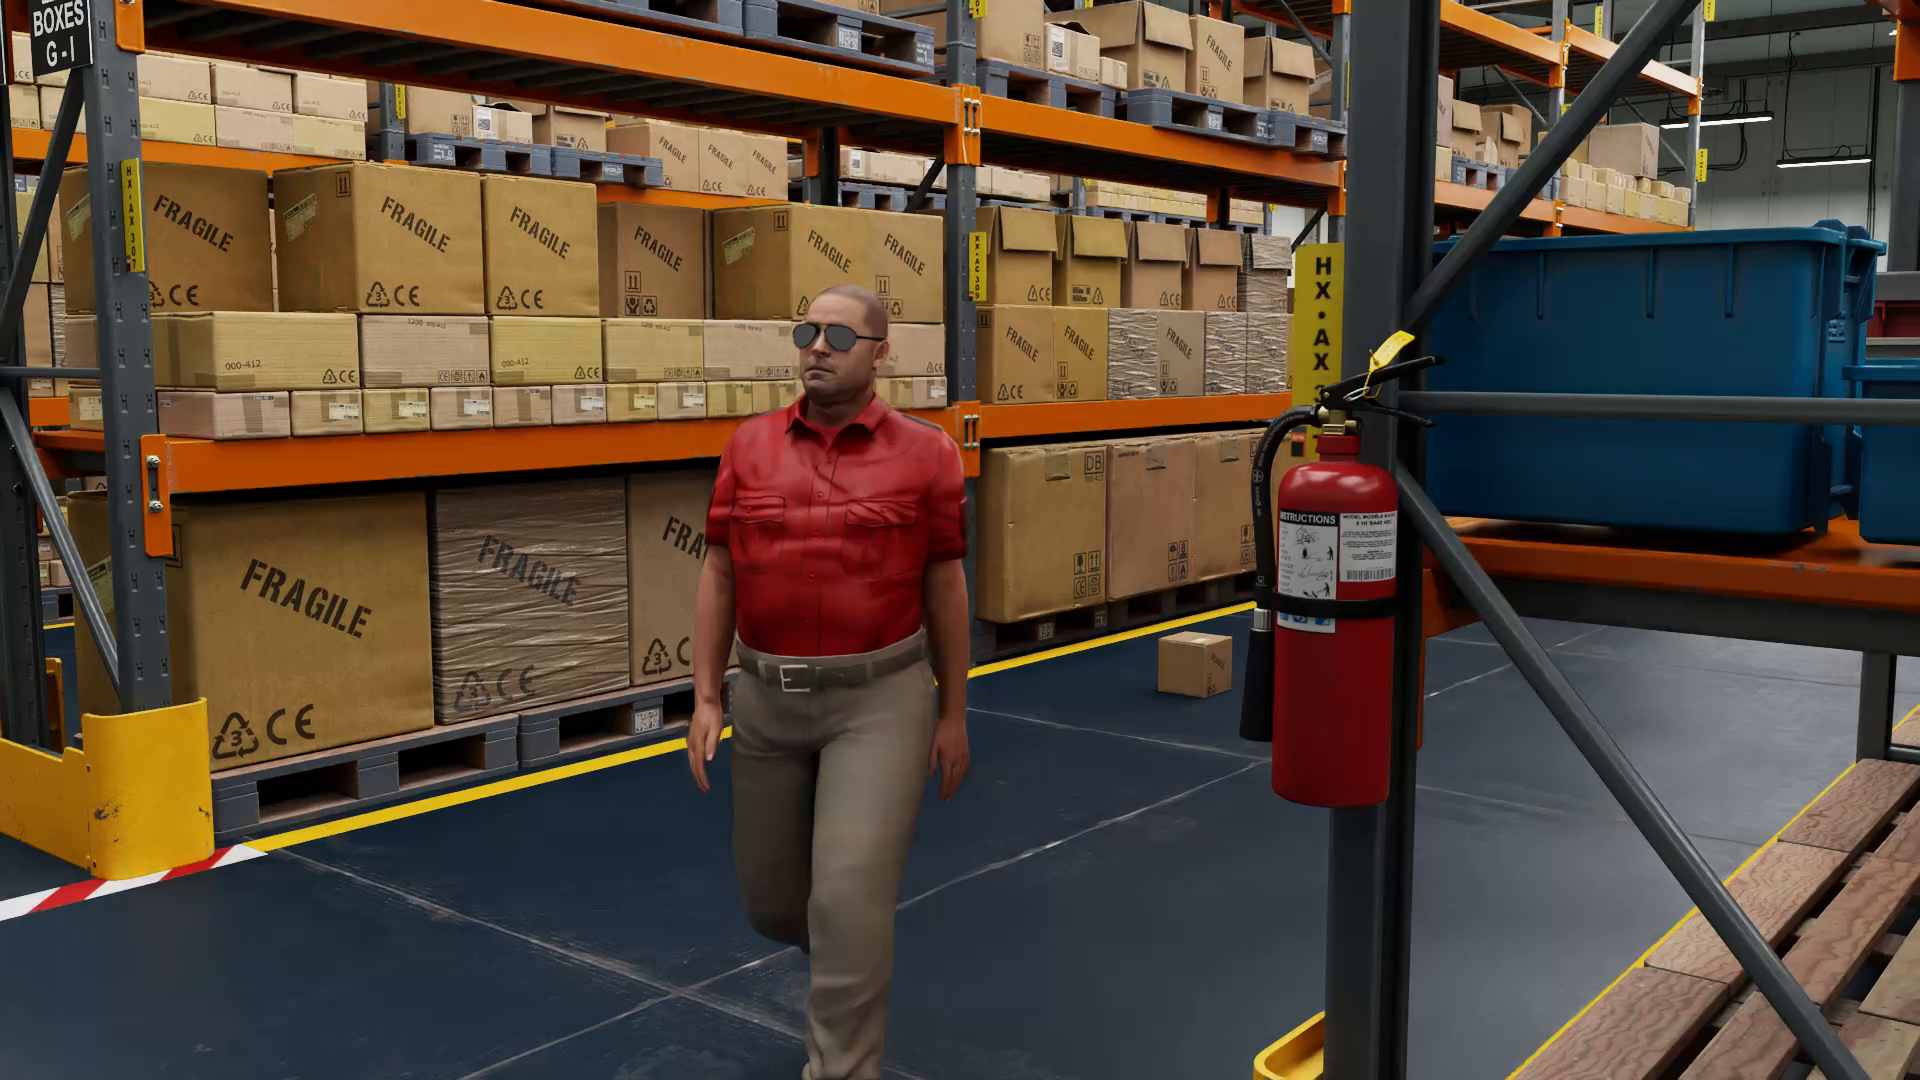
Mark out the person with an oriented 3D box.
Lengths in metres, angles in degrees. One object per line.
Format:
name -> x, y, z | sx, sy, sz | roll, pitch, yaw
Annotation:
person -> -0.264, 0.335, 3.354 | 0.547, 1.686, 0.913 | 2, 7, 13
